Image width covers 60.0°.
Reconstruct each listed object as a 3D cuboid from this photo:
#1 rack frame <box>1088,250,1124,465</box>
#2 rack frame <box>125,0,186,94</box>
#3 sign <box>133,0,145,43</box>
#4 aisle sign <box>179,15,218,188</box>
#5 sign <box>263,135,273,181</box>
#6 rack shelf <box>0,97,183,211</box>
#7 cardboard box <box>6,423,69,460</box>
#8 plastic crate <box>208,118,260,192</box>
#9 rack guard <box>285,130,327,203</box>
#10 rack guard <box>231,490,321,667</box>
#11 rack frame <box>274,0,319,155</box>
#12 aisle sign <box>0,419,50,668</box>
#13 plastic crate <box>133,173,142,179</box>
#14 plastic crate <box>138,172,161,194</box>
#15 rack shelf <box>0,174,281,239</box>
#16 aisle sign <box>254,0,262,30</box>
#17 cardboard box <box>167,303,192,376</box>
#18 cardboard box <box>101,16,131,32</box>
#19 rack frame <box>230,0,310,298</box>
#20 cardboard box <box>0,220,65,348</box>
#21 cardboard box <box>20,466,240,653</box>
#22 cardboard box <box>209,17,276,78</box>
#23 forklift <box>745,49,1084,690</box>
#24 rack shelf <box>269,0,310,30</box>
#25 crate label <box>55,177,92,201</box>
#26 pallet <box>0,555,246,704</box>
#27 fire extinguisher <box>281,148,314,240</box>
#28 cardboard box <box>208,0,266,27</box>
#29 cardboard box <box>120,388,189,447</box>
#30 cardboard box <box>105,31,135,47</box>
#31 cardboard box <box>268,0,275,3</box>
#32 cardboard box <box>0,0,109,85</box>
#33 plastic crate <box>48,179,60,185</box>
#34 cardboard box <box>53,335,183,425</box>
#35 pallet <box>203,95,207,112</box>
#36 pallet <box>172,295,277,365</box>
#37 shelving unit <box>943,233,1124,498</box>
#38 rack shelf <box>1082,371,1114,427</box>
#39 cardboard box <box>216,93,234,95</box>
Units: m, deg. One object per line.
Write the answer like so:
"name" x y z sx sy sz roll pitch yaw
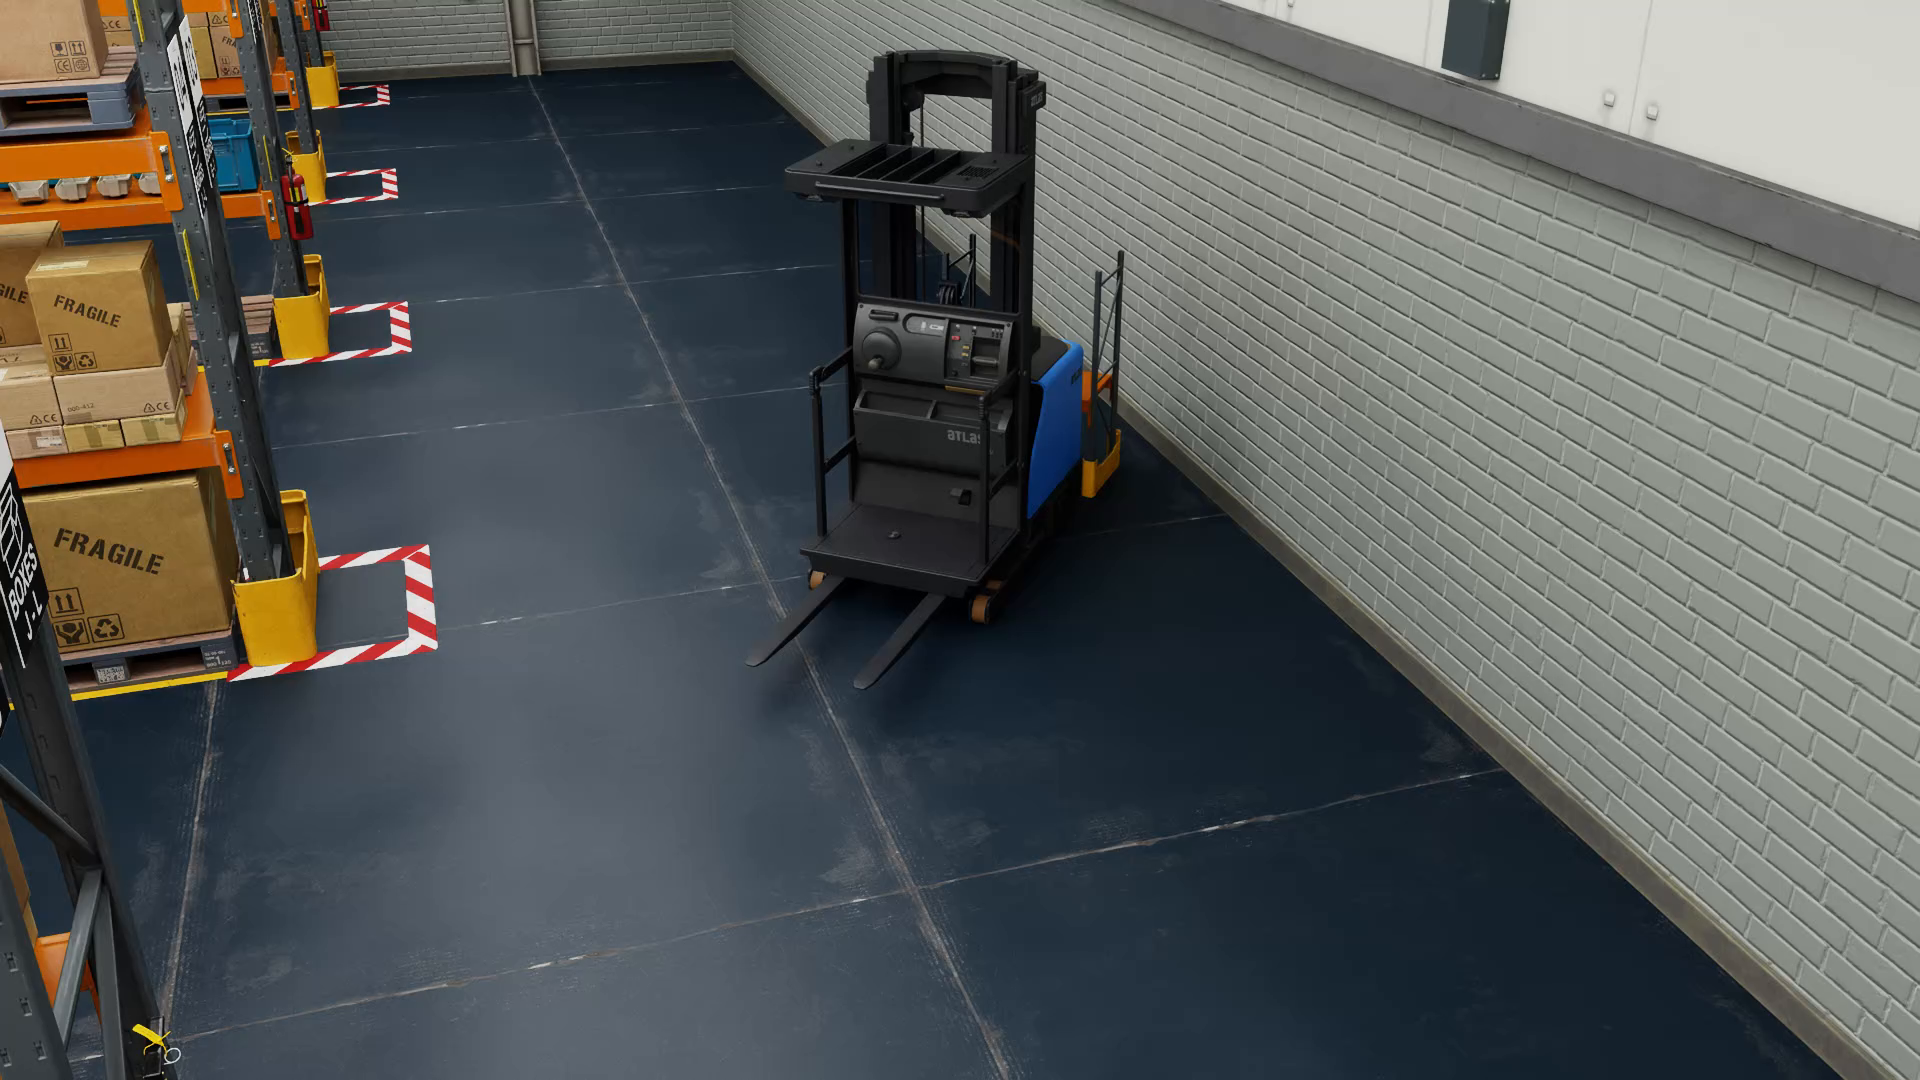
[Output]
"rack frame" 0.938 -1.072 10.723 0.032 1.500 0.500 10 28 20
"rack frame" -3.835 -3.610 7.402 0.127 3.000 1.000 -8 28 -16
"sign" -3.680 -2.396 7.424 0.005 0.325 0.100 -8 28 -16
"aisle sign" -3.859 -2.224 8.434 0.004 0.787 0.394 -8 28 -16
"sign" -5.183 -2.860 12.454 0.005 0.325 0.100 -8 28 -16
"rack shelf" -5.736 -1.669 7.674 4.000 0.370 1.077 -8 28 -16
"cardboard box" -4.558 -0.552 8.270 0.250 0.149 0.380 -8 28 -16
"plastic crate" -5.629 -2.935 12.681 0.499 0.435 0.616 -8 28 -16
"rack guard" -6.971 -3.982 17.709 0.348 0.500 1.175 -8 28 -16
"rack guard" -3.812 0.193 9.299 0.348 0.500 1.175 -8 28 -16
"rack frame" -6.899 -5.112 17.174 0.127 3.000 1.000 -8 28 -16
"aisle sign" -2.418 -0.113 4.182 0.004 0.787 0.394 -8 28 -16
"plastic crate" -6.331 -2.984 13.008 0.300 0.233 0.416 -8 28 -16
"plastic crate" -6.088 -2.737 12.619 0.243 0.136 0.396 -8 28 -16
"rack shelf" -7.270 -2.420 12.560 4.000 0.370 1.077 -8 28 -16
"aisle sign" -5.392 -4.317 12.649 0.004 0.787 0.394 -8 28 -16
"cardboard box" -4.375 -1.037 8.800 0.500 0.250 0.500 -9 28 -17
"cardboard box" -8.208 -5.284 16.283 0.500 0.500 0.500 -7 27 -15
"rack frame" -5.368 -3.017 12.954 0.127 3.000 1.000 -8 28 -16
"cardboard box" -4.850 -1.304 8.495 0.500 0.500 0.500 -9 28 -17
"cardboard box" -4.418 -0.038 8.870 0.875 0.875 0.875 -8 28 -16
"cardboard box" -7.240 -4.980 16.796 0.500 0.500 0.500 -7 27 -15
"forklift" -0.231 -1.053 9.074 1.130 2.935 3.031 10 28 19
"rack shelf" -10.338 -6.608 20.997 4.000 0.370 1.077 -8 28 -16
"crate label" -6.625 -2.655 12.453 0.243 0.136 0.396 -8 28 -16
"pallet" -4.571 0.469 9.068 1.213 0.211 1.003 -8 28 -16
"fire extinguisher" -5.084 -2.644 12.709 0.183 0.674 0.296 -8 28 -16
"cardboard box" -7.237 -5.427 16.572 0.500 0.500 0.500 -8 28 -17
"cardboard box" -4.071 -0.622 8.413 0.250 0.149 0.380 -8 27 -15
"cardboard box" -8.209 -4.841 16.515 0.500 0.500 0.500 -8 28 -16
"cardboard box" -8.918 -7.266 21.175 0.700 0.700 0.980 -7 27 -14
"cardboard box" -4.312 -2.450 7.741 0.500 0.500 0.700 -10 28 -19
"plastic crate" -6.957 -2.893 12.825 0.300 0.233 0.416 -8 28 -16
"cardboard box" -4.213 -0.810 8.343 0.500 0.250 0.500 -9 28 -17
"pallet" -10.330 -5.648 21.389 1.213 0.211 1.003 -8 28 -16
"pallet" -6.165 -1.671 13.379 1.213 0.211 1.003 -8 28 -16
"shelving unit" 0.477 -1.157 10.895 1.083 1.500 0.587 10 28 20
"rack shelf" 0.468 -0.998 10.978 1.000 0.185 0.538 10 28 20
"cardboard box" -9.547 -6.067 21.436 0.500 0.500 0.700 -8 28 -16
